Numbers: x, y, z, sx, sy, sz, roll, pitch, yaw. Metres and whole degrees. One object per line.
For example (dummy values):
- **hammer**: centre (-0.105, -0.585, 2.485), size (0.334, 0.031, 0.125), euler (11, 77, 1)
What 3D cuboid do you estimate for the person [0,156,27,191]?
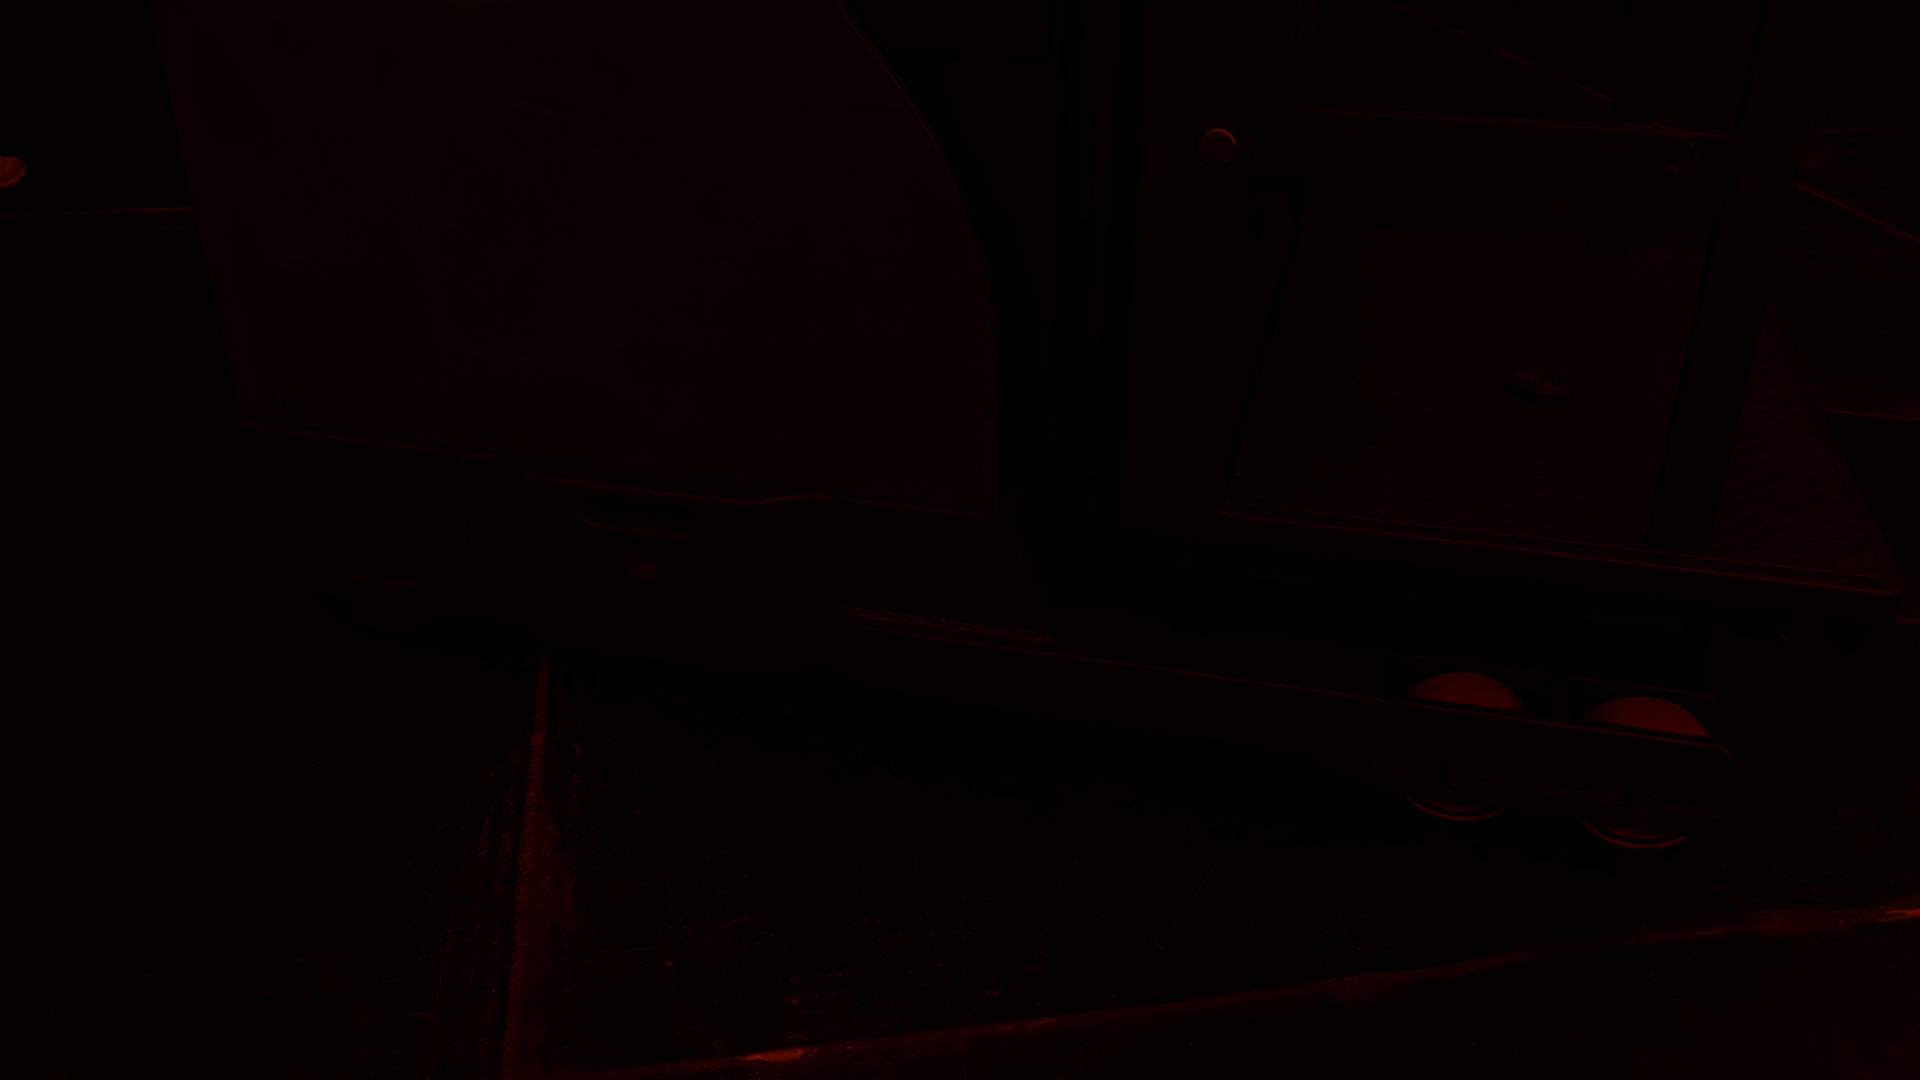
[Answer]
- **person**: centre (-2.663, -1.627, 3.674), size (0.688, 1.774, 0.544), euler (12, 30, 21)

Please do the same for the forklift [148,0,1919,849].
- **forklift**: centre (0.613, -1.228, 1.687), size (3.031, 2.935, 1.130), euler (7, 29, 13)
